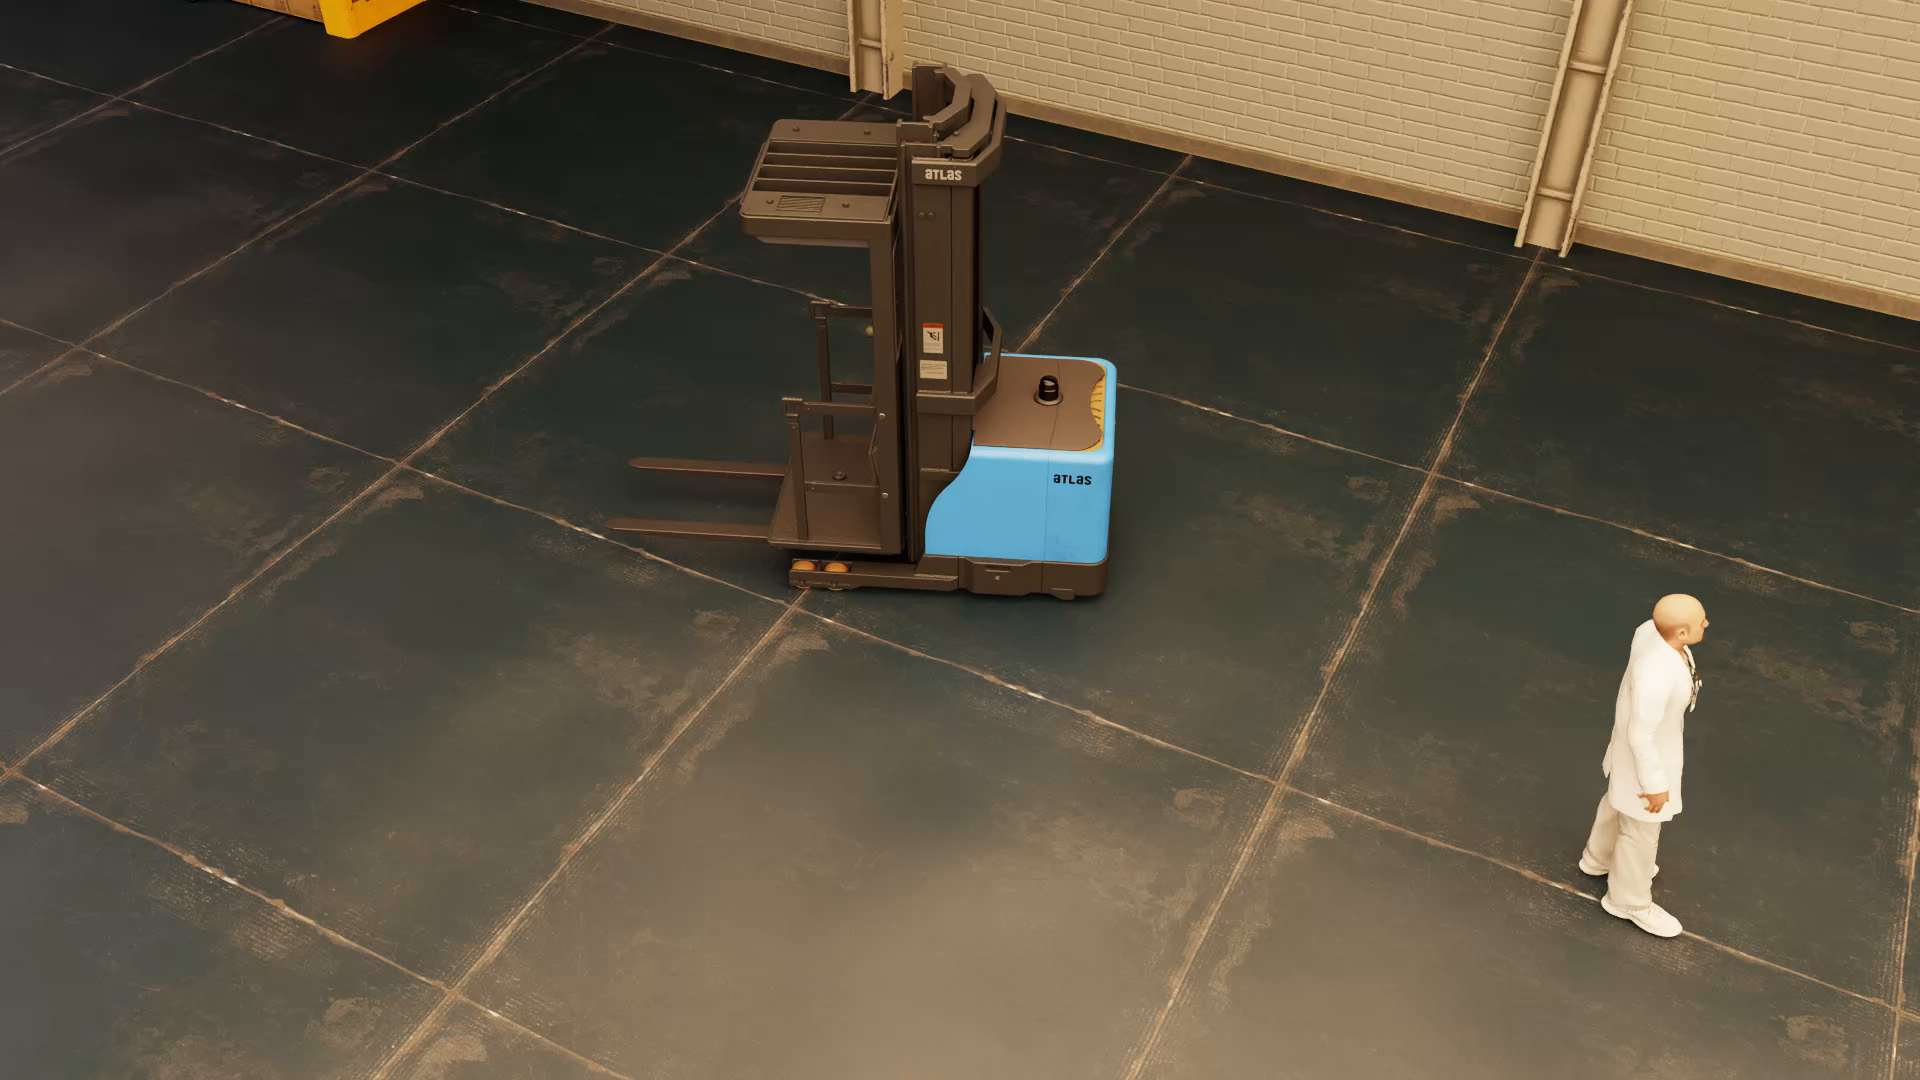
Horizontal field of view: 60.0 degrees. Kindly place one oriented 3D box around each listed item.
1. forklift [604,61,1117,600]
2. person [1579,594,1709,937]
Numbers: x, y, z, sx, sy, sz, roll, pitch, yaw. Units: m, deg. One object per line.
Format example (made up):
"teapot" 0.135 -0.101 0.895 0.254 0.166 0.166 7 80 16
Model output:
"forklift" -0.606 -1.157 9.360 3.031 2.935 1.130 3 40 4
"person" 3.271 0.991 7.694 0.582 1.776 0.695 12 42 14
